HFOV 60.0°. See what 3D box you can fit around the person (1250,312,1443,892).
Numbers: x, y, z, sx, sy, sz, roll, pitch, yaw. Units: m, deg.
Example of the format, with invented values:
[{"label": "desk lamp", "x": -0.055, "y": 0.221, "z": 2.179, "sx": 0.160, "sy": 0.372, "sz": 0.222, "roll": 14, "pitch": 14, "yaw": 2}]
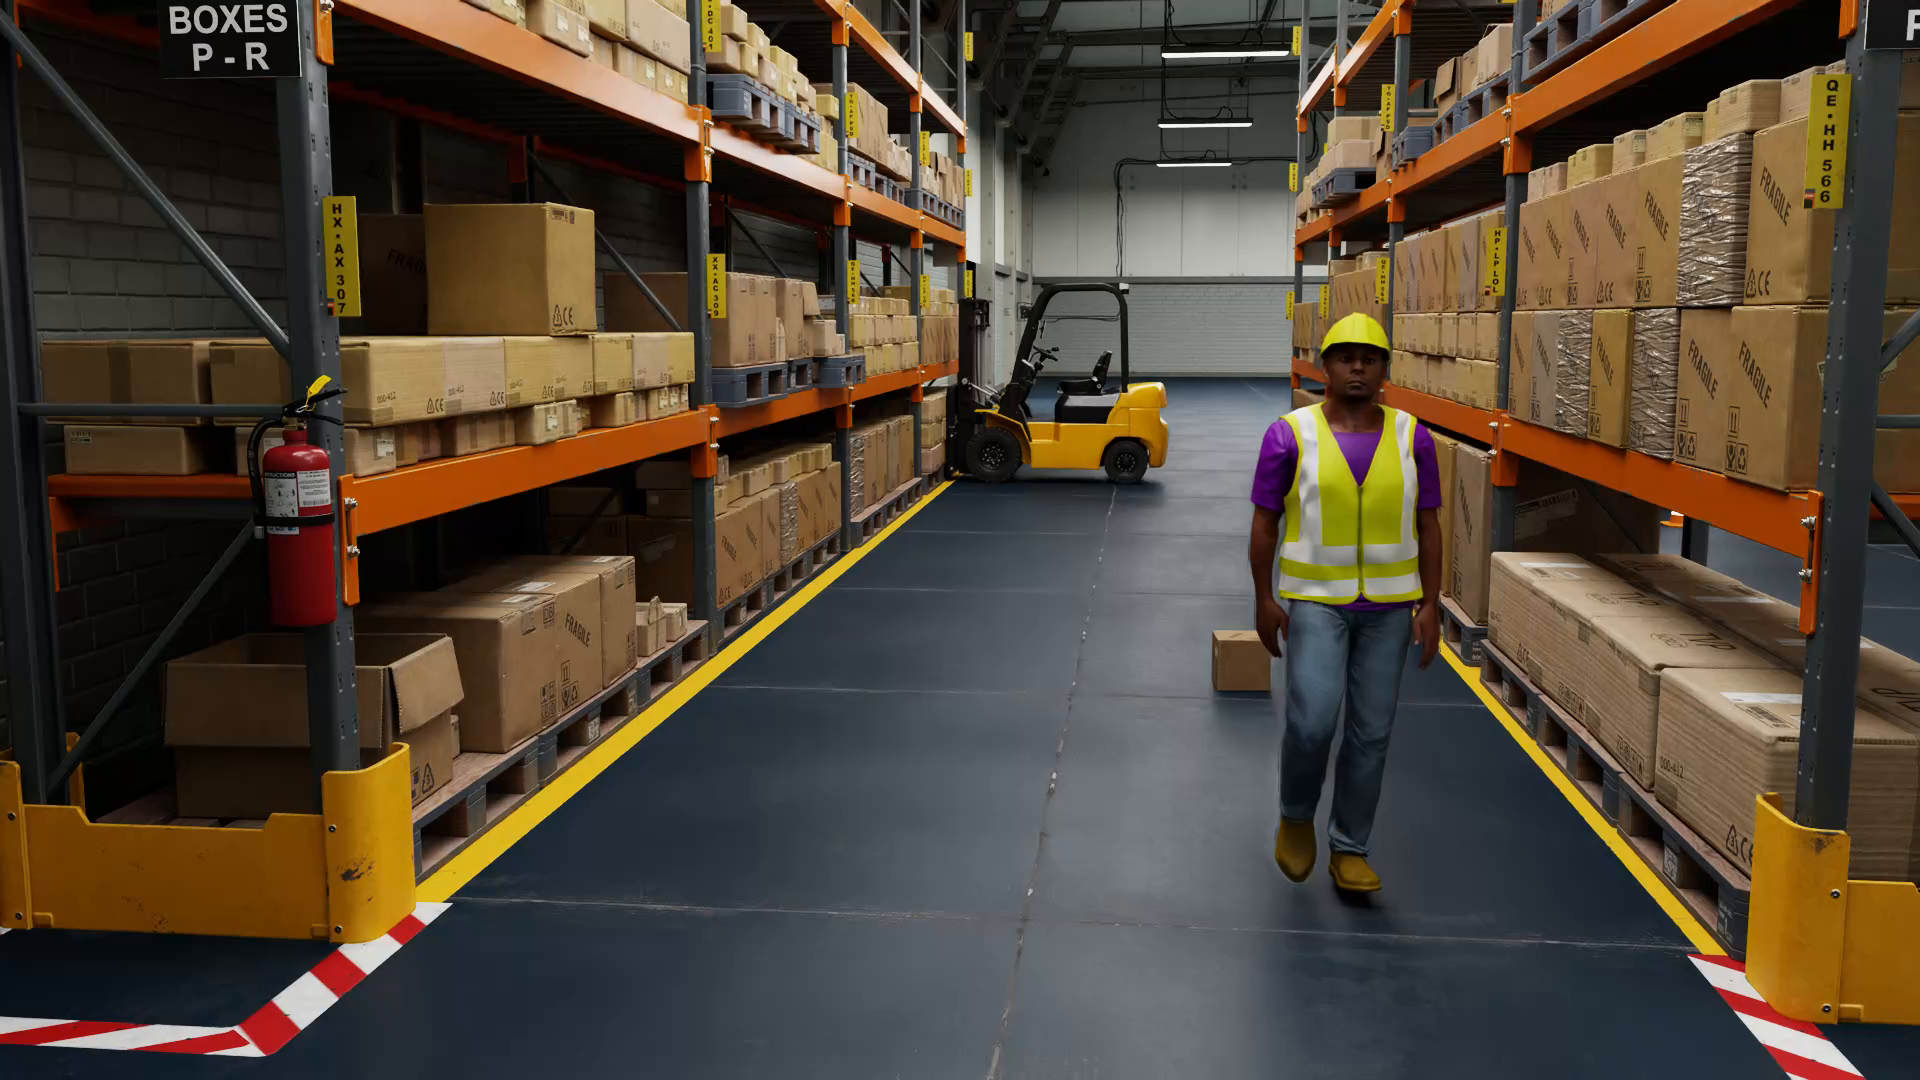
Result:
[{"label": "person", "x": 1.178, "y": 0.202, "z": 5.027, "sx": 0.564, "sy": 1.766, "sz": 0.472, "roll": 0, "pitch": 8, "yaw": -1}]
